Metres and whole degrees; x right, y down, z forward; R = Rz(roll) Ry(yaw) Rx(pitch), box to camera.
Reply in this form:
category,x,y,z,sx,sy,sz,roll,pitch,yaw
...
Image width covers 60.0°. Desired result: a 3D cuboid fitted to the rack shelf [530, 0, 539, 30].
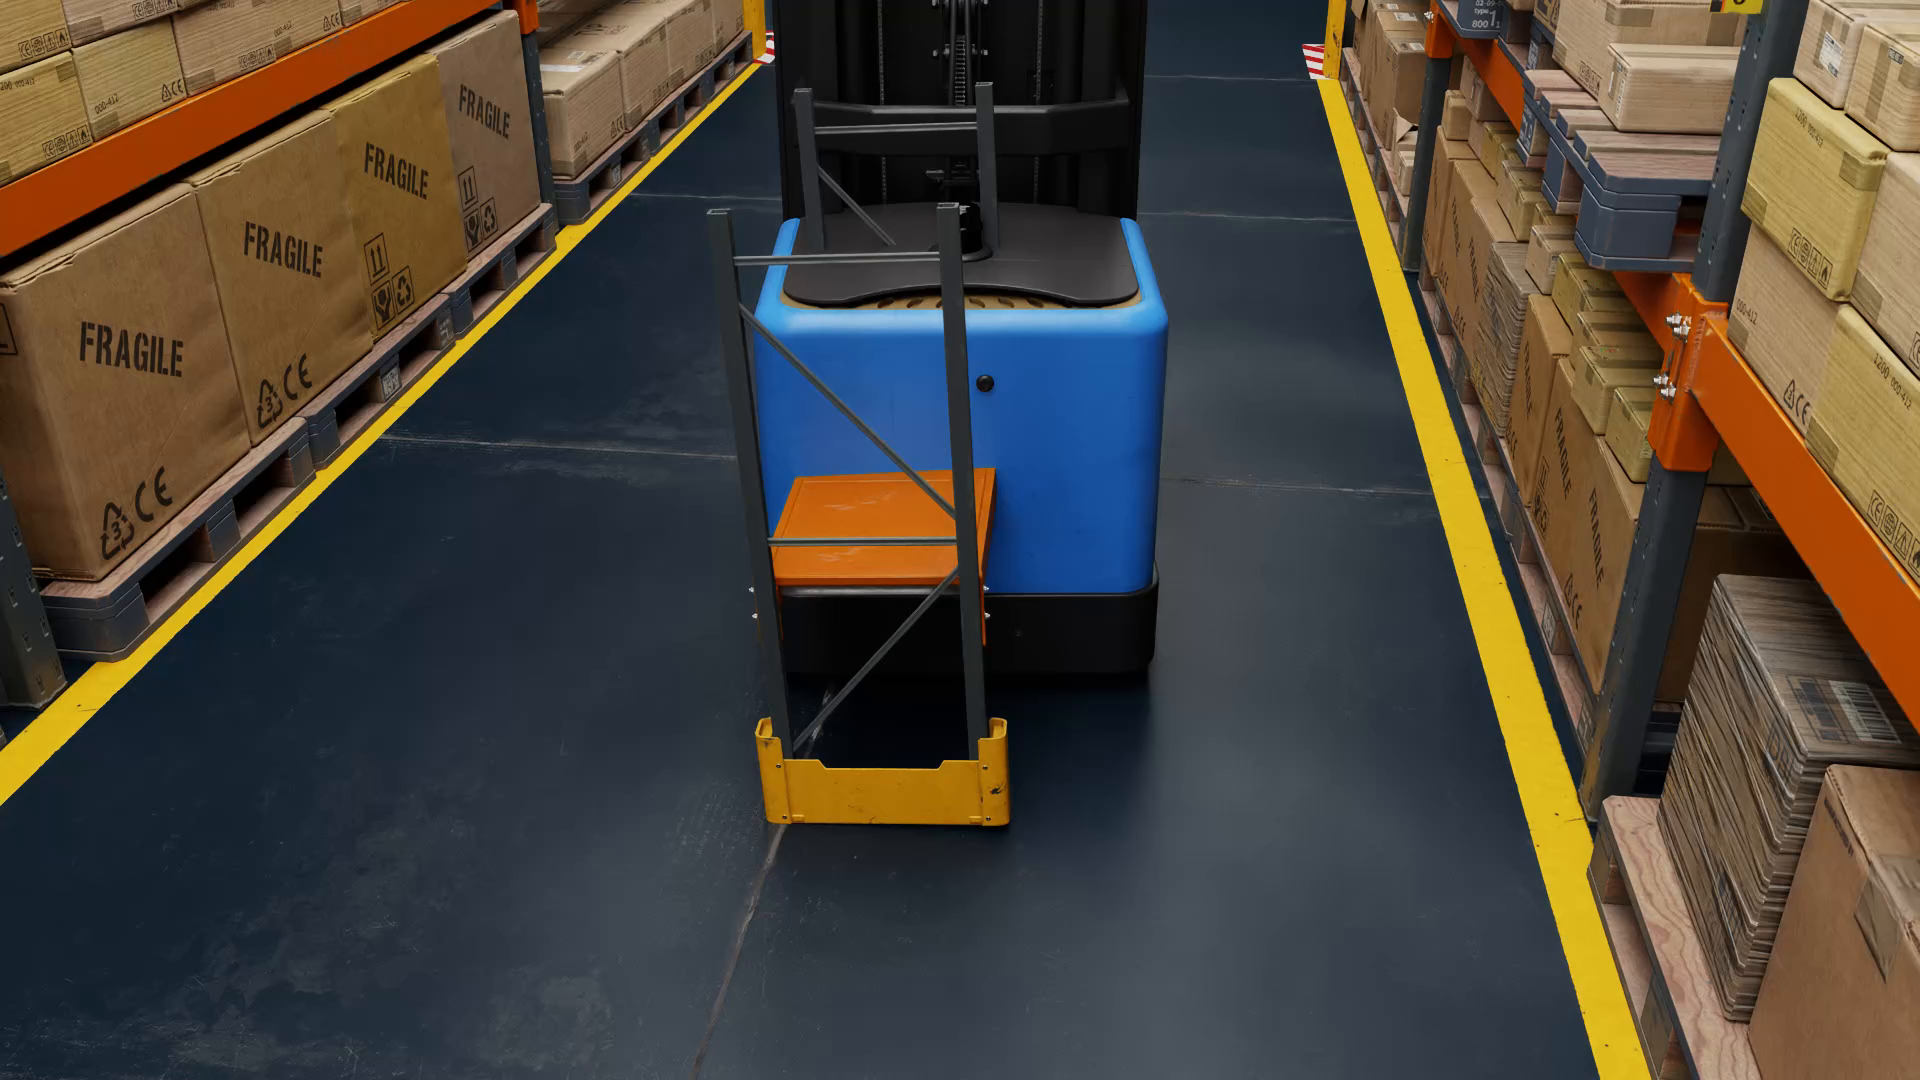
category,x,y,z,sx,sy,sz,roll,pitch,yaw
rack shelf,-2.186,-3.431,9.214,1.077,0.370,4.000,3,28,6

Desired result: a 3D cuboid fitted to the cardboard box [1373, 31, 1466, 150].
category,x,y,z,sx,sy,sz,roll,pitch,yaw
cardboard box,2.546,-2.315,8.578,0.700,0.500,0.500,2,28,4

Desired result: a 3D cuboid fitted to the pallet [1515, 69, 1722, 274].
category,x,y,z,sx,sy,sz,roll,pitch,yaw
pallet,2.019,-0.875,3.914,1.213,0.211,1.003,3,28,6

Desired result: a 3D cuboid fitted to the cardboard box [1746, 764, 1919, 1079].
category,x,y,z,sx,sy,sz,roll,pitch,yaw
cardboard box,1.843,0.825,2.617,0.875,0.625,0.625,4,29,8

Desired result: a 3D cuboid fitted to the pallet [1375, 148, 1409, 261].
category,x,y,z,sx,sy,sz,roll,pitch,yaw
pallet,2.581,-1.615,8.025,1.003,0.211,1.213,3,28,6

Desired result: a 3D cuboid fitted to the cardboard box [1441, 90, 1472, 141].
category,x,y,z,sx,sy,sz,roll,pitch,yaw
cardboard box,2.188,-1.736,6.818,0.380,0.149,0.250,5,29,9

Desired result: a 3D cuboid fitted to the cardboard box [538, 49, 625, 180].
category,x,y,z,sx,sy,sz,roll,pitch,yaw
cardboard box,-2.248,-2.152,8.341,0.875,0.438,0.875,3,28,5

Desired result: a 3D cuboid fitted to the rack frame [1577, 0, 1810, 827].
category,x,y,z,sx,sy,sz,roll,pitch,yaw
rack frame,2.006,-0.636,3.269,1.000,3.000,0.127,3,28,6

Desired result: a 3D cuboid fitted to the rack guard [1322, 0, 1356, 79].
category,x,y,z,sx,sy,sz,roll,pitch,yaw
rack guard,2.977,-3.266,10.785,1.175,0.500,0.348,3,28,6

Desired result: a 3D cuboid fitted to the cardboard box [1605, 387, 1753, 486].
category,x,y,z,sx,sy,sz,roll,pitch,yaw
cardboard box,1.815,-0.254,4.067,0.380,0.149,0.250,2,28,4

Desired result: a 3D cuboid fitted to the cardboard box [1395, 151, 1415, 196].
category,x,y,z,sx,sy,sz,roll,pitch,yaw
cardboard box,2.273,-1.728,7.858,0.380,0.149,0.250,3,28,5

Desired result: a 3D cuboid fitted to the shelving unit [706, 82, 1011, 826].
category,x,y,z,sx,sy,sz,roll,pitch,yaw
shelving unit,-0.170,-0.238,4.082,0.587,1.500,1.083,0,28,6

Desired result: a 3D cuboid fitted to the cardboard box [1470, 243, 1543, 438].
category,x,y,z,sx,sy,sz,roll,pitch,yaw
cardboard box,2.022,-0.659,5.504,0.500,0.500,0.500,2,28,4

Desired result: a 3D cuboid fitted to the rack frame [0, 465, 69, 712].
category,x,y,z,sx,sy,sz,roll,pitch,yaw
rack frame,-2.921,-0.923,3.801,1.000,3.000,0.127,3,28,6

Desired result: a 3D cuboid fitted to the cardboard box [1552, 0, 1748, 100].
category,x,y,z,sx,sy,sz,roll,pitch,yaw
cardboard box,1.814,-1.271,4.161,0.500,0.250,0.500,2,28,4

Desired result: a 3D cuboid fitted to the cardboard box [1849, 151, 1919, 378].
category,x,y,z,sx,sy,sz,roll,pitch,yaw
cardboard box,1.646,-0.360,2.387,0.500,0.250,0.500,4,29,8

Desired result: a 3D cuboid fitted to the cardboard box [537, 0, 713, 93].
category,x,y,z,sx,sy,sz,roll,pitch,yaw
cardboard box,-2.026,-2.998,9.911,0.875,0.438,0.875,4,29,8

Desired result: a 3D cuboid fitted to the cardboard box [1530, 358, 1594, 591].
category,x,y,z,sx,sy,sz,roll,pitch,yaw
cardboard box,1.916,-0.167,4.591,0.500,0.500,0.500,3,28,5

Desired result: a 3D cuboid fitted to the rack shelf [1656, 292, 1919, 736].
category,x,y,z,sx,sy,sz,roll,pitch,yaw
rack shelf,1.761,0.622,1.692,1.077,0.370,4.000,3,28,6

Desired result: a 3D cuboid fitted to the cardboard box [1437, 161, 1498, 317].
category,x,y,z,sx,sy,sz,roll,pitch,yaw
cardboard box,2.158,-1.138,6.392,0.500,0.500,0.500,3,28,6

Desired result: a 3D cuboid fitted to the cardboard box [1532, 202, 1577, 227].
category,x,y,z,sx,sy,sz,roll,pitch,yaw
cardboard box,2.086,-0.989,5.432,0.380,0.149,0.250,3,29,6

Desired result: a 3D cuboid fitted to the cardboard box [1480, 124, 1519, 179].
category,x,y,z,sx,sy,sz,roll,pitch,yaw
cardboard box,2.210,-1.479,6.342,0.380,0.149,0.250,2,28,4

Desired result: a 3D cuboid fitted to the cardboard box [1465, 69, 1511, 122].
category,x,y,z,sx,sy,sz,roll,pitch,yaw
cardboard box,2.203,-1.742,6.515,0.380,0.149,0.250,2,28,4

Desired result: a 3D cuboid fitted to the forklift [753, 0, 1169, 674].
category,x,y,z,sx,sy,sz,roll,pitch,yaw
forklift,-0.002,-1.588,5.108,1.130,2.935,3.031,0,28,0

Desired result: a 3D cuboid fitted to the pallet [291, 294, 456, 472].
category,x,y,z,sx,sy,sz,roll,pitch,yaw
pallet,-2.598,-0.635,6.206,1.003,0.211,1.213,3,28,6

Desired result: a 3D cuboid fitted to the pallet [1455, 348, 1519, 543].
category,x,y,z,sx,sy,sz,roll,pitch,yaw
pallet,2.287,-0.331,5.641,1.003,0.211,1.213,3,28,6

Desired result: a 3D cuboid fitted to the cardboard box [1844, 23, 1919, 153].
category,x,y,z,sx,sy,sz,roll,pitch,yaw
cardboard box,1.643,-0.707,2.611,0.380,0.149,0.250,4,29,7

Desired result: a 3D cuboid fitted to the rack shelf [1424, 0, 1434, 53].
category,x,y,z,sx,sy,sz,roll,pitch,yaw
rack shelf,2.741,-3.144,8.682,1.077,0.370,4.000,3,28,6

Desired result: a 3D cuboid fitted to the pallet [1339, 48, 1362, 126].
category,x,y,z,sx,sy,sz,roll,pitch,yaw
pallet,2.880,-2.763,10.157,1.003,0.211,1.213,3,28,6

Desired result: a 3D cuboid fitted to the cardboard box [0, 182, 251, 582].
category,x,y,z,sx,sy,sz,roll,pitch,yaw
cardboard box,-2.754,-0.493,4.800,0.875,0.875,0.875,3,28,6

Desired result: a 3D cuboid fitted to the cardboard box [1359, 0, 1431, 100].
category,x,y,z,sx,sy,sz,roll,pitch,yaw
cardboard box,2.674,-2.804,9.485,0.700,0.500,0.500,4,29,8

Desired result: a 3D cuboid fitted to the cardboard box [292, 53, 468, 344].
category,x,y,z,sx,sy,sz,roll,pitch,yaw
cardboard box,-2.530,-1.333,6.360,0.875,0.875,0.875,4,29,8

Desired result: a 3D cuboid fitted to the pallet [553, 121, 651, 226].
category,x,y,z,sx,sy,sz,roll,pitch,yaw
pallet,-2.260,-1.932,8.613,1.003,0.211,1.213,3,28,6

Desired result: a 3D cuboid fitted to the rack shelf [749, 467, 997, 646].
category,x,y,z,sx,sy,sz,roll,pitch,yaw
rack shelf,-0.161,-0.076,4.159,0.538,0.185,1.000,0,28,6

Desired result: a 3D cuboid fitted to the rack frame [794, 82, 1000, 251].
category,x,y,z,sx,sy,sz,roll,pitch,yaw
rack frame,-0.129,-0.475,4.519,0.500,1.500,0.032,0,28,6

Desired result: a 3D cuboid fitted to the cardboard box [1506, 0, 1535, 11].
category,x,y,z,sx,sy,sz,roll,pitch,yaw
cardboard box,2.055,-1.920,5.103,0.700,0.500,0.500,3,28,6

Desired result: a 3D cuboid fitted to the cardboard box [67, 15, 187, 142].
category,x,y,z,sx,sy,sz,roll,pitch,yaw
cardboard box,-2.566,-1.315,4.687,0.500,0.250,0.500,3,28,5

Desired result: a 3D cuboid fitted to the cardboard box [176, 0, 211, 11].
category,x,y,z,sx,sy,sz,roll,pitch,yaw
cardboard box,-2.476,-1.778,5.019,0.500,0.250,0.500,3,28,6

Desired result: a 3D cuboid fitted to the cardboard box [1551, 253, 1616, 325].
category,x,y,z,sx,sy,sz,roll,pitch,yaw
cardboard box,2.001,-0.744,4.978,0.380,0.149,0.250,3,28,5

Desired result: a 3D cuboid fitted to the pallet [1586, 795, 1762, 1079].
category,x,y,z,sx,sy,sz,roll,pitch,yaw
pallet,1.866,0.977,3.215,1.003,0.211,1.213,3,28,6

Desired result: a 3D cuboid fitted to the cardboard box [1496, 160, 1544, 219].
category,x,y,z,sx,sy,sz,roll,pitch,yaw
cardboard box,2.123,-1.234,5.887,0.380,0.149,0.250,3,28,6

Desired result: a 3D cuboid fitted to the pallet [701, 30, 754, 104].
category,x,y,z,sx,sy,sz,roll,pitch,yaw
pallet,-1.961,-3.080,10.745,1.003,0.211,1.213,3,28,6

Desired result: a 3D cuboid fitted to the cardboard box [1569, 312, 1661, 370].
category,x,y,z,sx,sy,sz,roll,pitch,yaw
cardboard box,1.894,-0.505,4.534,0.380,0.149,0.250,2,28,5

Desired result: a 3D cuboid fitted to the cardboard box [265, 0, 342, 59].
category,x,y,z,sx,sy,sz,roll,pitch,yaw
cardboard box,-2.439,-1.795,5.577,0.500,0.250,0.500,3,28,6

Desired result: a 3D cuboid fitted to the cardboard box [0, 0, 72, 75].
category,x,y,z,sx,sy,sz,roll,pitch,yaw
cardboard box,-2.614,-1.301,4.134,0.500,0.250,0.500,3,28,6

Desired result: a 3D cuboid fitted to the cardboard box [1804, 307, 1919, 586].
category,x,y,z,sx,sy,sz,roll,pitch,yaw
cardboard box,1.642,-0.139,2.504,0.500,0.250,0.500,3,28,5

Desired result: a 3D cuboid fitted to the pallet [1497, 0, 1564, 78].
category,x,y,z,sx,sy,sz,roll,pitch,yaw
pallet,2.239,-1.468,5.014,1.003,0.211,1.213,3,28,6
